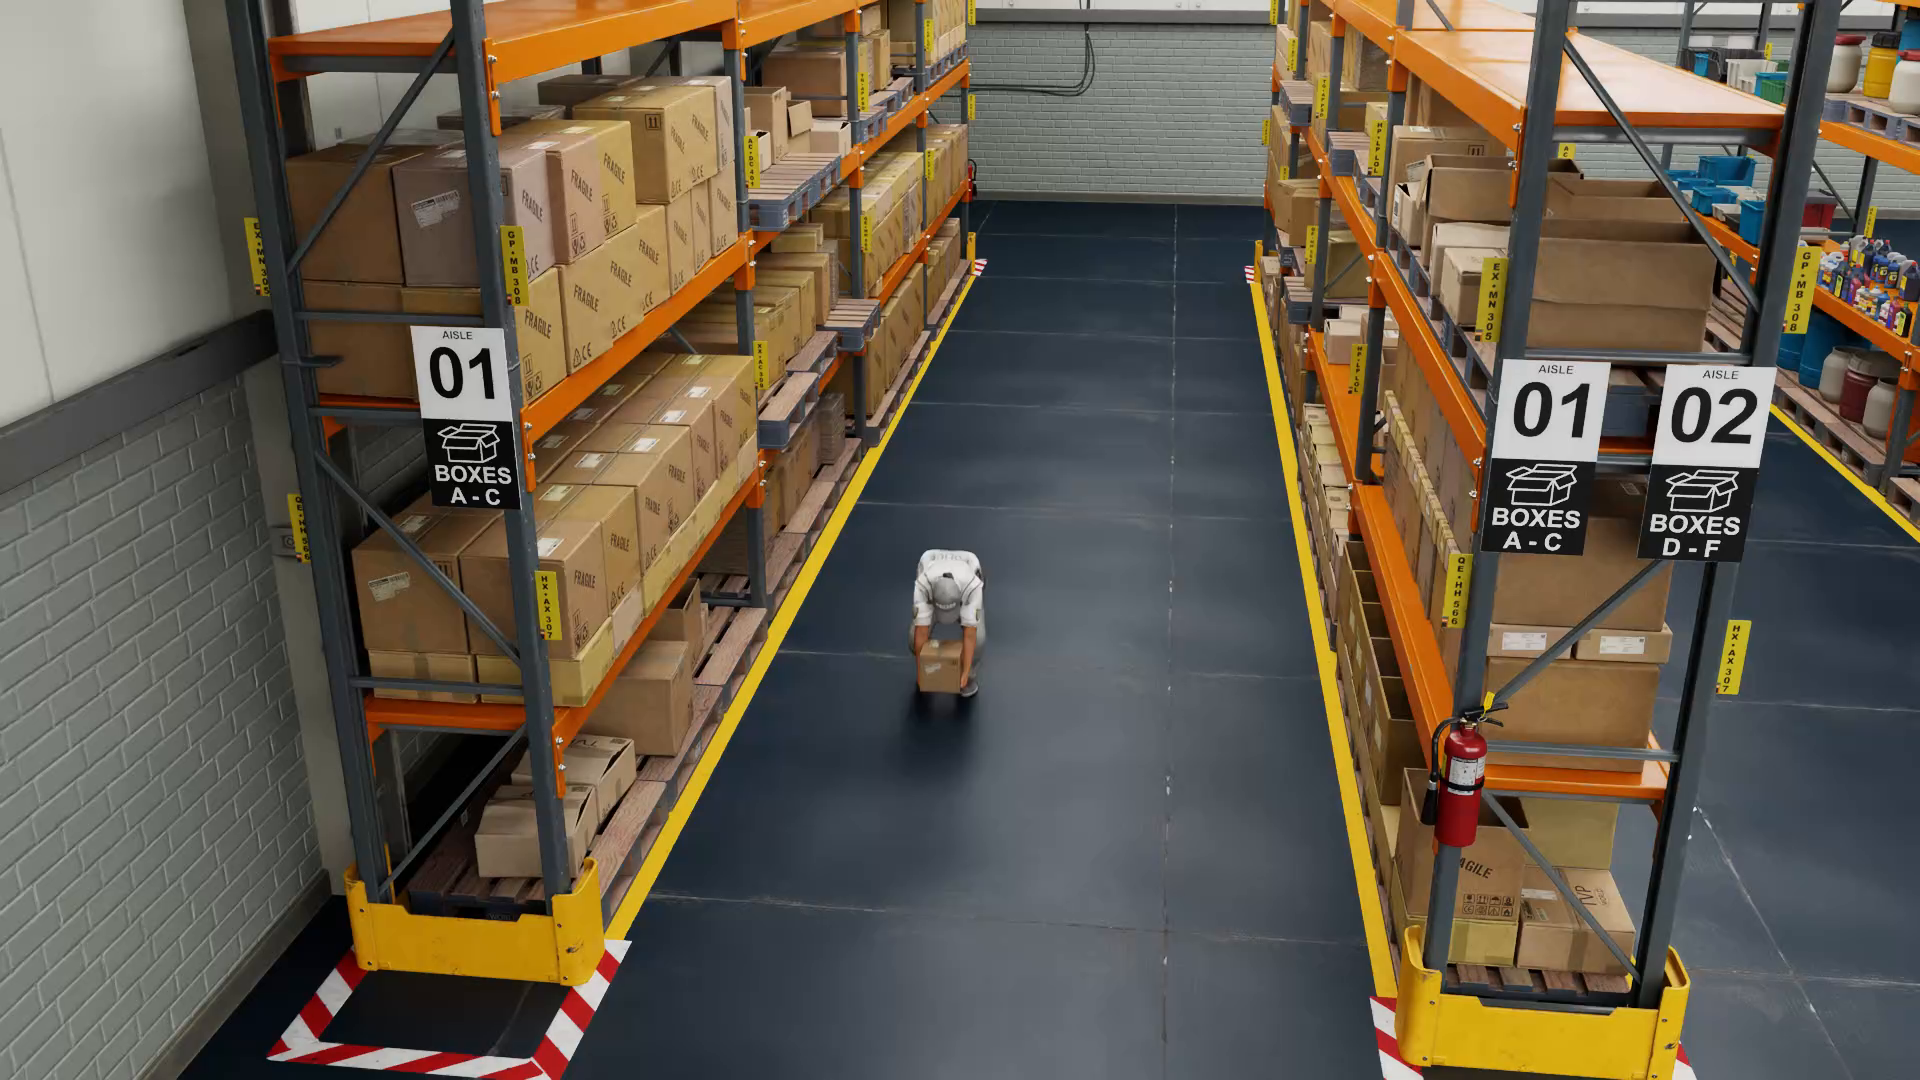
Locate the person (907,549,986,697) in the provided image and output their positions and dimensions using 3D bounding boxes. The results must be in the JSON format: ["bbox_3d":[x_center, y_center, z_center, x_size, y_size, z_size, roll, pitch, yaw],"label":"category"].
[{"bbox_3d":[-0.084,0.551,10.637,0.508,0.966,0.934,2,21,4],"label":"person"}]
